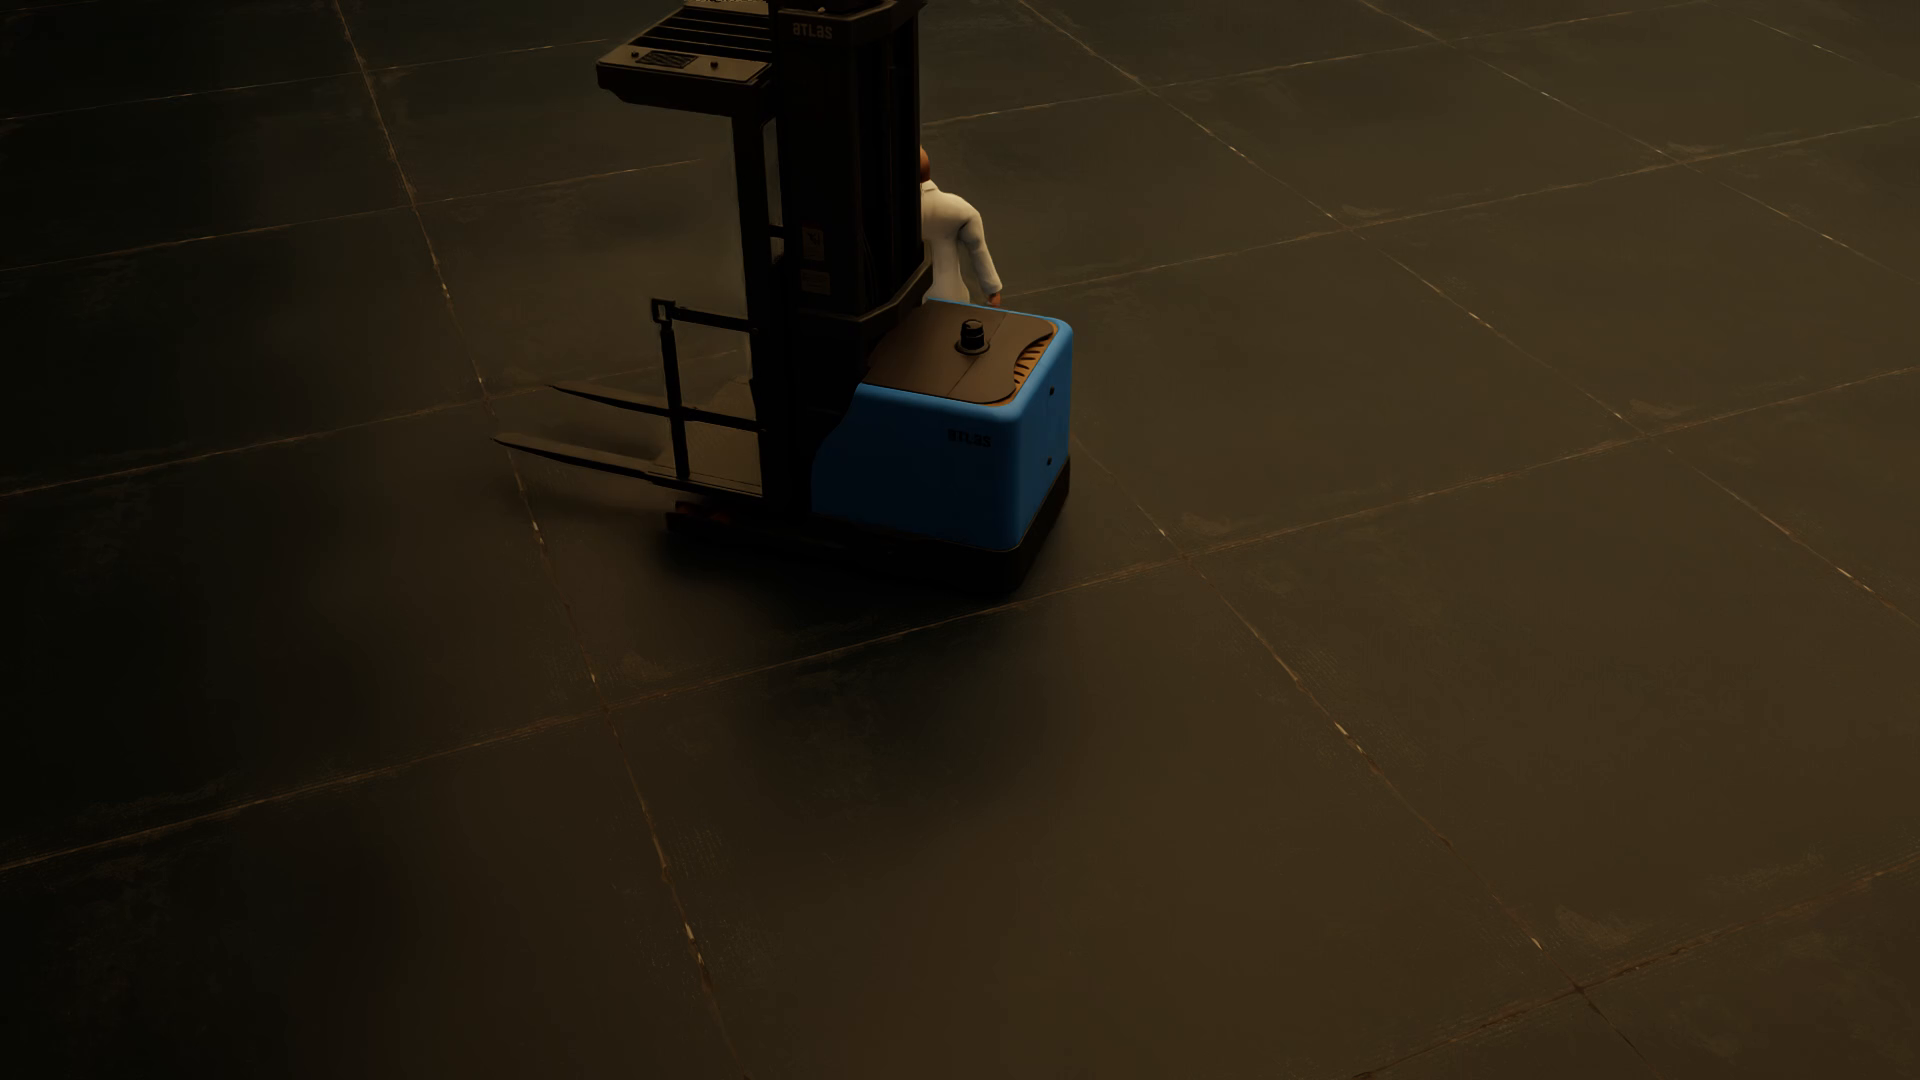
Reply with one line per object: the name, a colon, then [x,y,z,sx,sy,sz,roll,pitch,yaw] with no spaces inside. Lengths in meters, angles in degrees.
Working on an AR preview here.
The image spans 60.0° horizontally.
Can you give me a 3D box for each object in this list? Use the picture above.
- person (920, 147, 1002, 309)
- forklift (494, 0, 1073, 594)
person: [-0.152,-1.387,9.141,0.739,1.712,0.927,-6,36,-8]
forklift: [-0.992,-1.446,8.132,3.031,2.935,1.130,12,37,16]
